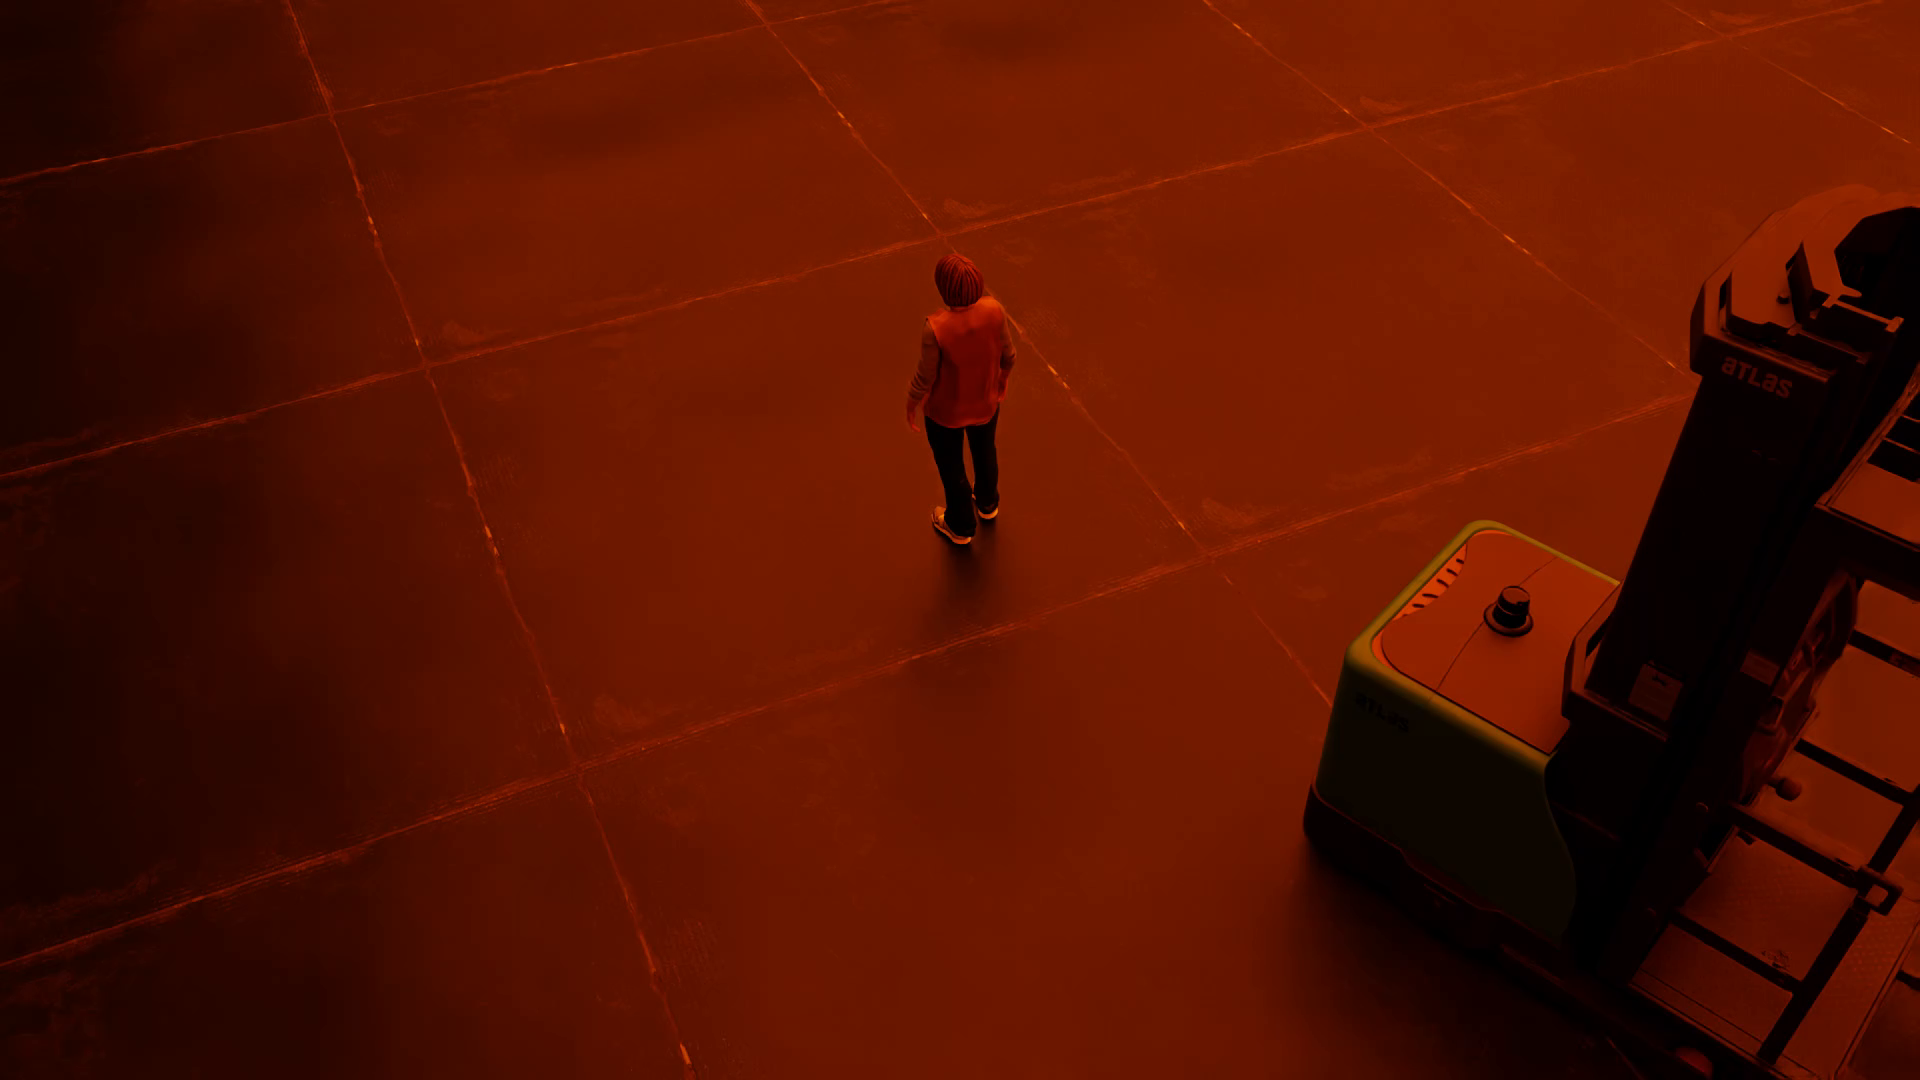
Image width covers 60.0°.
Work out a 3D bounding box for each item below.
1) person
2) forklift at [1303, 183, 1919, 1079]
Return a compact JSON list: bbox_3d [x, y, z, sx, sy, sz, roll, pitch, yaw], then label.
[{"bbox_3d":[-0.019,-0.639,7.333,0.521,1.599,0.473,-18,46,-18],"label":"person"},{"bbox_3d":[2.784,0.523,5.120,3.031,2.935,1.130,31,51,29],"label":"forklift"}]
